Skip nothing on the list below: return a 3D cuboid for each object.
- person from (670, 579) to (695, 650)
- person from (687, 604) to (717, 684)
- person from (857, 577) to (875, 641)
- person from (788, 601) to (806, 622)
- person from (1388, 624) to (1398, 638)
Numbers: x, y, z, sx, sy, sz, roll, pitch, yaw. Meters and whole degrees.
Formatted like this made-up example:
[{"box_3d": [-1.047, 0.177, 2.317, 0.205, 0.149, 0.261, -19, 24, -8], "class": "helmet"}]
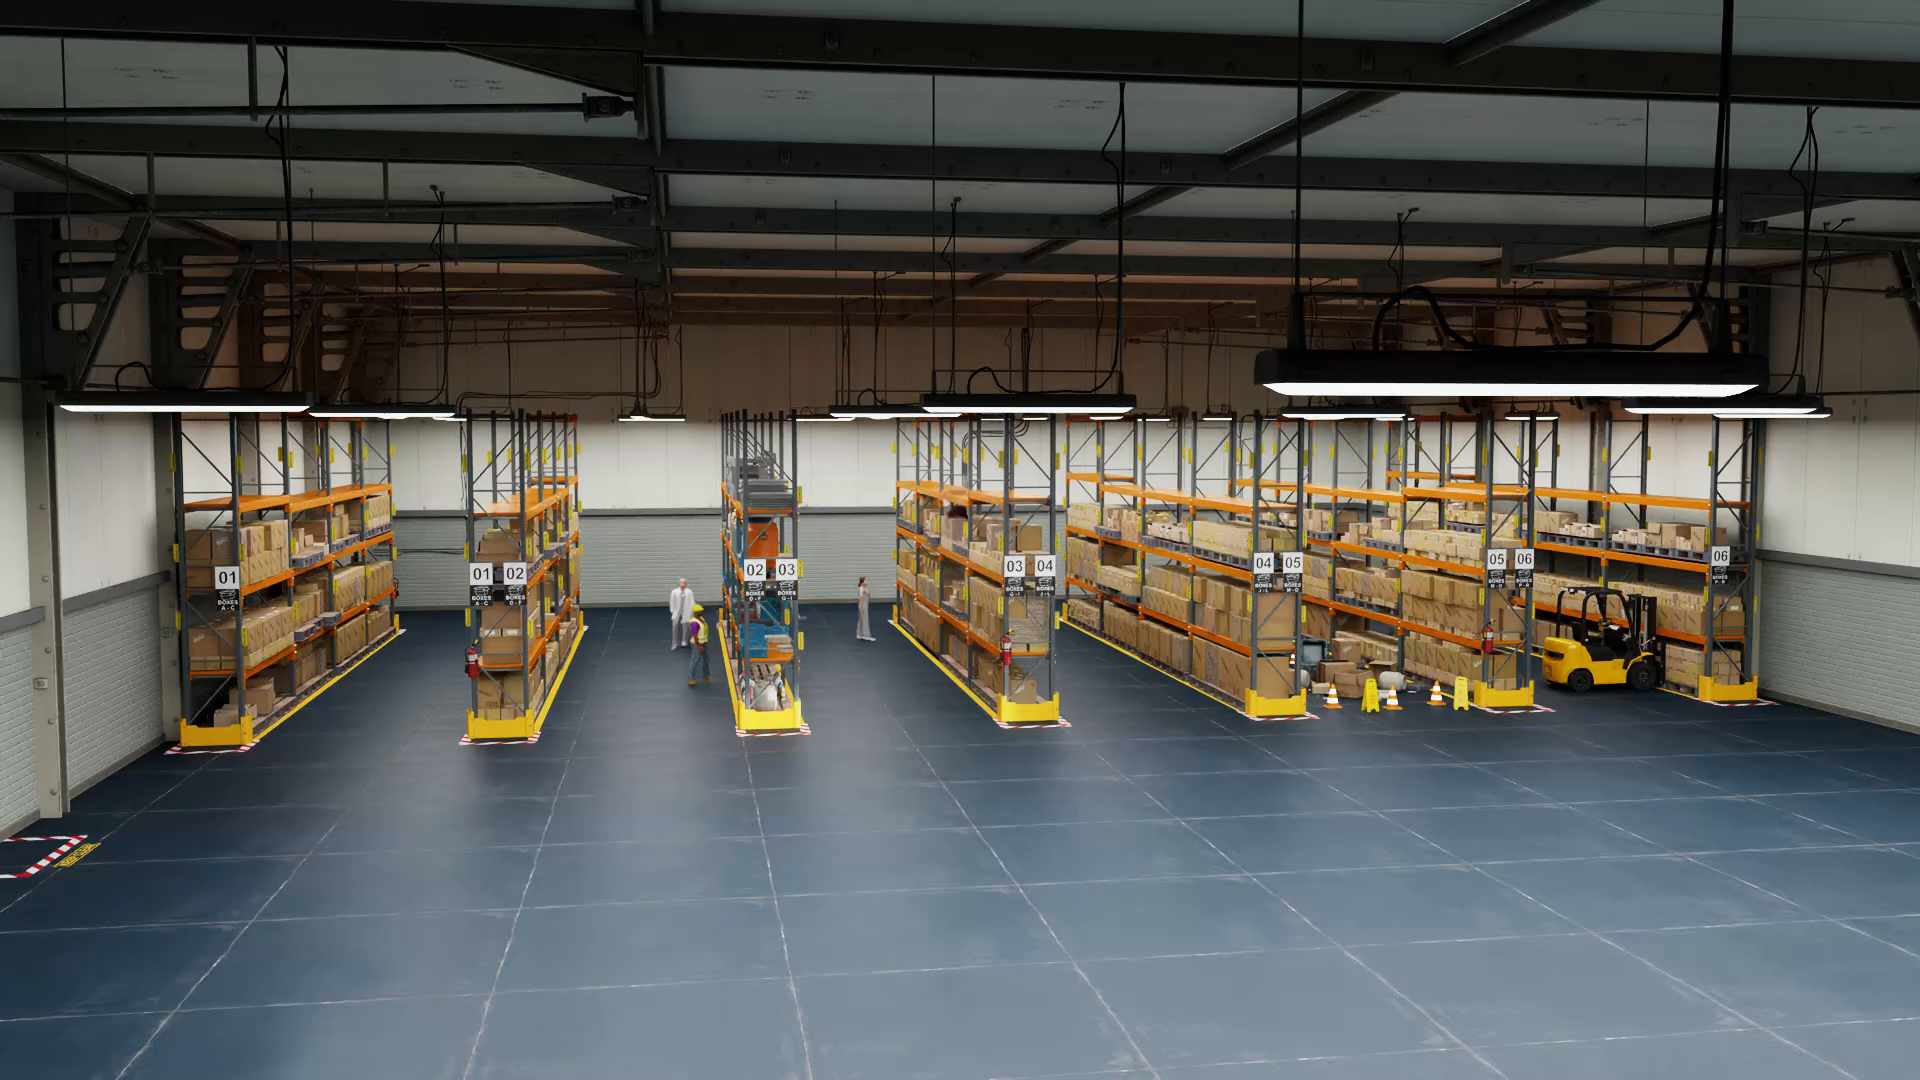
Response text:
[{"box_3d": [-7.088, 1.900, 42.483, 0.684, 1.816, 0.801, 0, 4, 6], "class": "person"}, {"box_3d": [-5.717, 2.310, 36.616, 0.481, 1.808, 0.680, 2, 4, 21], "class": "person"}, {"box_3d": [-2.488, 1.812, 44.120, 0.513, 1.687, 0.465, 0, 4, 3], "class": "person"}, {"box_3d": [-4.886, 1.501, 47.860, 1.014, 1.720, 0.588, 3, 5, 33], "class": "person"}, {"box_3d": [11.202, 1.892, 42.751, 0.547, 1.746, 0.608, -3, 5, -38], "class": "person"}]
